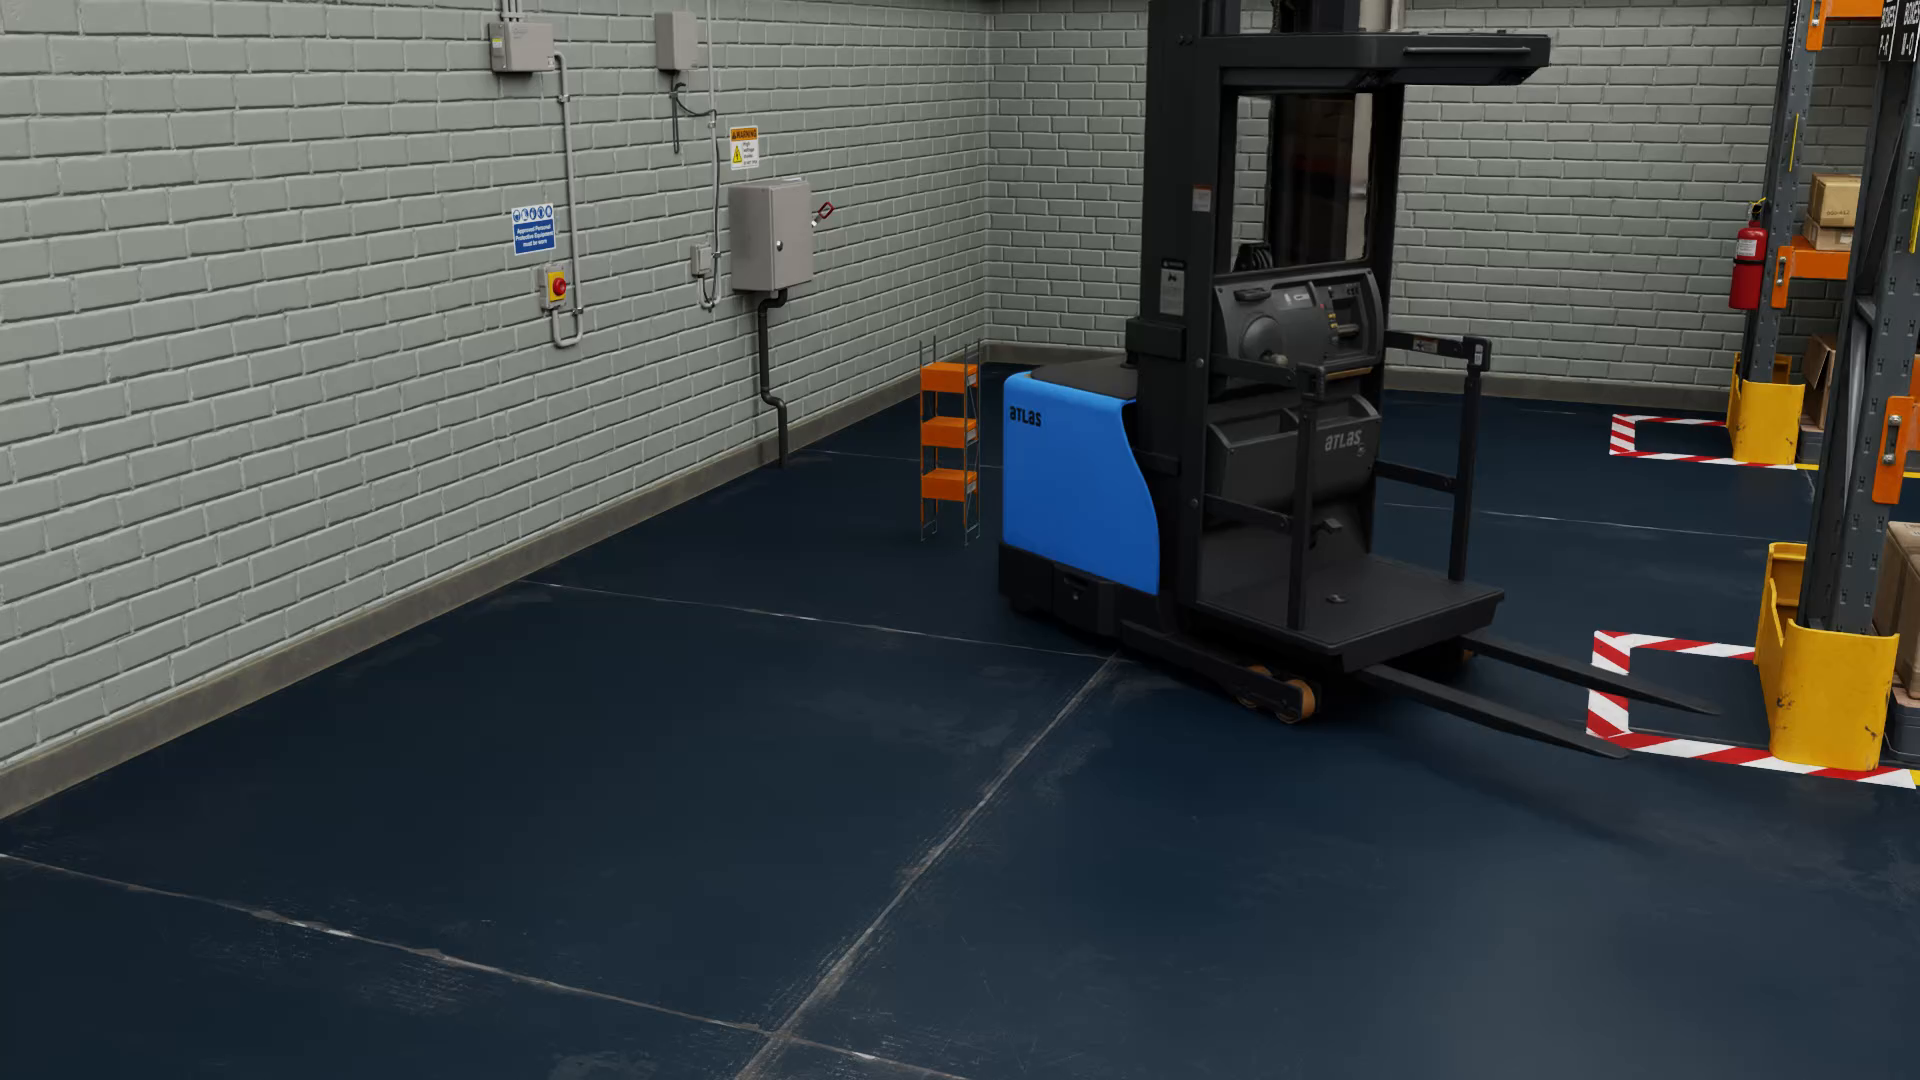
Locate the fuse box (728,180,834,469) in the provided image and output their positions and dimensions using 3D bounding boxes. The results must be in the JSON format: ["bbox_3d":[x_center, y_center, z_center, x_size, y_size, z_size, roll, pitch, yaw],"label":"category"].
[{"bbox_3d":[-1.042,-1.266,9.964,0.414,1.711,0.539,6,17,21],"label":"fuse box"}]

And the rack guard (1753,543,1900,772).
[{"bbox_3d":[3.283,0.414,6.350,0.348,0.500,1.175,6,17,21],"label":"rack guard"}]

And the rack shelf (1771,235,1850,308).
[{"bbox_3d":[6.983,-1.521,9.825,4.000,0.370,1.077,6,17,21],"label":"rack shelf"}]

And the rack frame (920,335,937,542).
[{"bbox_3d":[-0.163,-0.522,8.589,0.008,1.050,0.200,6,17,21],"label":"rack frame"}]

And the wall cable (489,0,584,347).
[{"bbox_3d":[-1.949,-1.858,7.813,0.123,1.953,0.585,6,17,21],"label":"wall cable"}]

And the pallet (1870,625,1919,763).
[{"bbox_3d":[4.078,0.617,6.170,1.213,0.211,1.003,6,17,21],"label":"pallet"}]

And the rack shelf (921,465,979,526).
[{"bbox_3d":[-0.050,-0.233,8.627,0.240,0.259,0.215,6,17,21],"label":"rack shelf"}]

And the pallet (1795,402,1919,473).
[{"bbox_3d":[5.936,-0.643,10.511,1.213,0.211,1.003,6,17,21],"label":"pallet"}]

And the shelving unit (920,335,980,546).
[{"bbox_3d":[-0.050,-0.510,8.546,0.252,1.050,0.215,6,17,21],"label":"shelving unit"}]

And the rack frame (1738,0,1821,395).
[{"bbox_3d":[5.123,-2.072,10.429,0.127,3.000,1.000,6,17,21],"label":"rack frame"}]

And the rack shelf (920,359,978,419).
[{"bbox_3d":[-0.050,-0.772,8.470,0.240,0.259,0.215,6,17,21],"label":"rack shelf"}]

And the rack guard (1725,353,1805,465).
[{"bbox_3d":[5.194,-0.863,10.751,0.348,0.500,1.175,6,17,21],"label":"rack guard"}]

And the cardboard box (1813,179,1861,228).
[{"bbox_3d":[5.446,-2.026,10.008,0.500,0.250,0.500,6,17,21],"label":"cardboard box"}]

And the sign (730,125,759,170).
[{"bbox_3d":[-1.255,-2.288,9.693,0.001,0.242,0.339,6,17,21],"label":"sign"}]

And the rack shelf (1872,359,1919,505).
[{"bbox_3d":[5.166,-0.234,5.389,4.000,0.370,1.077,6,17,21],"label":"rack shelf"}]

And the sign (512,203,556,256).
[{"bbox_3d":[-2.024,-1.478,7.900,0.001,0.218,0.327,6,17,21],"label":"sign"}]

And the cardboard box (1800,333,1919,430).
[{"bbox_3d":[5.657,-0.987,10.418,0.637,0.503,0.797,6,17,18],"label":"cardboard box"}]

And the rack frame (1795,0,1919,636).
[{"bbox_3d":[3.305,-0.784,5.993,0.127,3.000,1.000,6,17,21],"label":"rack frame"}]

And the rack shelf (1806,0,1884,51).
[{"bbox_3d":[6.983,-2.962,9.406,4.000,0.370,1.077,6,17,21],"label":"rack shelf"}]

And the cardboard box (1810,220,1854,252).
[{"bbox_3d":[5.328,-1.846,10.103,0.250,0.149,0.380,6,17,20],"label":"cardboard box"}]

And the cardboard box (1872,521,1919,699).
[{"bbox_3d":[3.956,0.287,6.149,0.875,0.438,0.875,6,17,19],"label":"cardboard box"}]

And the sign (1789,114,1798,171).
[{"bbox_3d":[4.924,-2.347,9.824,0.005,0.325,0.100,6,17,21],"label":"sign"}]

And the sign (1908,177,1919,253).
[{"bbox_3d":[3.096,-1.094,5.368,0.005,0.325,0.100,6,17,21],"label":"sign"}]

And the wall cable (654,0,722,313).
[{"bbox_3d":[-1.439,-2.211,9.089,0.122,1.984,0.588,6,17,21],"label":"wall cable"}]

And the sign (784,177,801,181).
[{"bbox_3d":[-1.054,-1.988,10.312,0.001,0.494,0.329,6,17,21],"label":"sign"}]

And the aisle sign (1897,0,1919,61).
[{"bbox_3d":[3.132,-1.964,5.397,0.004,0.787,0.394,6,17,21],"label":"aisle sign"}]

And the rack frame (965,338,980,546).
[{"bbox_3d":[0.064,-0.497,8.503,0.008,1.050,0.200,6,17,21],"label":"rack frame"}]

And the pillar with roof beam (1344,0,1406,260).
[{"bbox_3d":[1.366,-4.346,7.502,0.400,9.000,9.100,6,17,21],"label":"pillar with roof beam"}]

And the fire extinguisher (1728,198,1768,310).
[{"bbox_3d":[4.816,-1.750,10.131,0.183,0.674,0.296,6,17,21],"label":"fire extinguisher"}]

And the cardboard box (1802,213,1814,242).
[{"bbox_3d":[5.530,-1.987,10.587,0.250,0.149,0.380,6,17,20],"label":"cardboard box"}]

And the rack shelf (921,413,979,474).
[{"bbox_3d":[-0.050,-0.499,8.549,0.240,0.259,0.215,6,17,21],"label":"rack shelf"}]

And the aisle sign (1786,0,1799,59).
[{"bbox_3d":[4.952,-3.251,9.828,0.004,0.787,0.394,6,17,21],"label":"aisle sign"}]

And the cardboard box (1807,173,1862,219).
[{"bbox_3d":[5.648,-2.164,10.483,0.500,0.250,0.500,7,18,22],"label":"cardboard box"}]

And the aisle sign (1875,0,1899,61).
[{"bbox_3d":[3.352,-2.120,5.933,0.004,0.787,0.394,6,17,21],"label":"aisle sign"}]

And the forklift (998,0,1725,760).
[{"bbox_3d":[1.480,-0.870,6.413,1.130,2.935,3.031,-12,20,-36],"label":"forklift"}]
